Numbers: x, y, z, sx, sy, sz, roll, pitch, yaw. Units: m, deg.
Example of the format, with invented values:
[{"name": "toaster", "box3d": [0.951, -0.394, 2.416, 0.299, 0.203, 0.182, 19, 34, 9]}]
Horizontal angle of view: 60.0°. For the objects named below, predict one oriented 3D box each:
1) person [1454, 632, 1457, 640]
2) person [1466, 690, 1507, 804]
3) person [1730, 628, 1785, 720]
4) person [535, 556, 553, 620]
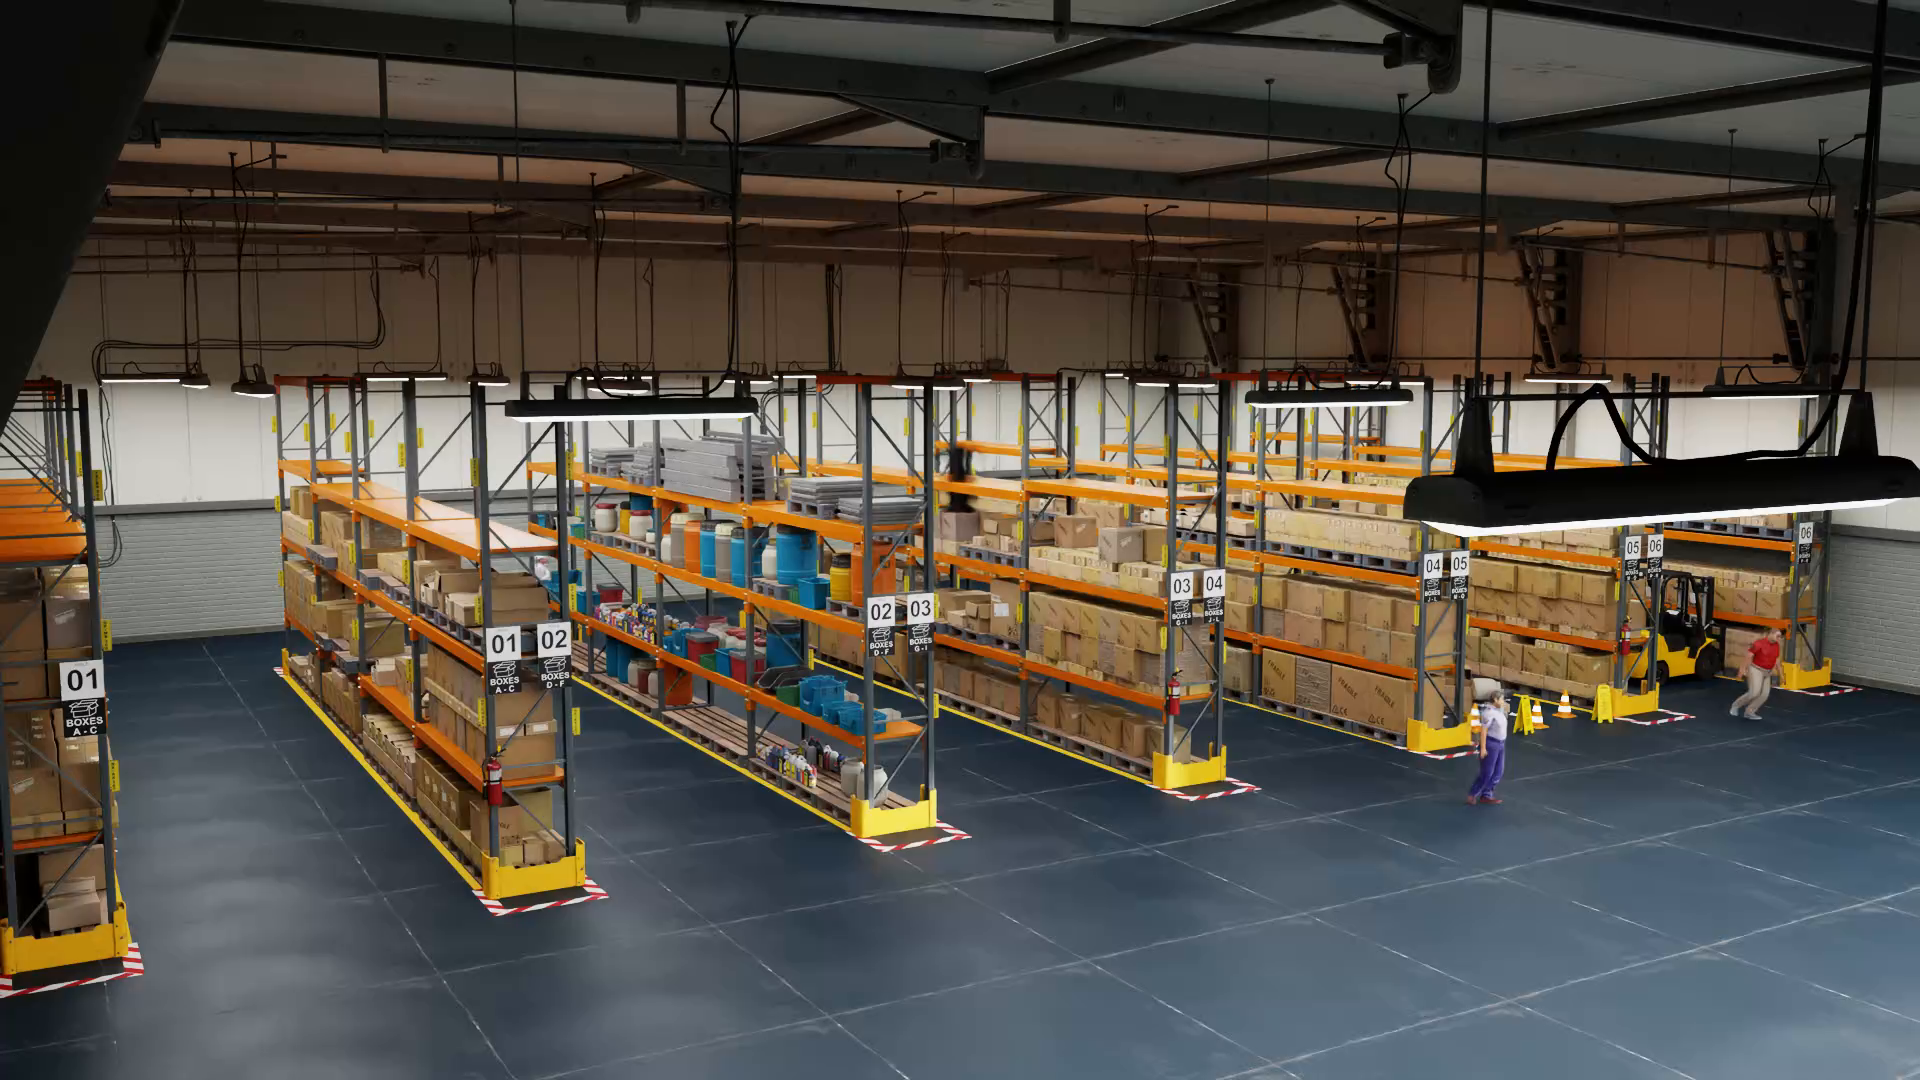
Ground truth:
[{"name": "person", "box3d": [10.489, 1.502, 36.151, 0.697, 1.747, 0.931, -4, 7, -33]}, {"name": "person", "box3d": [7.479, 2.946, 23.594, 0.474, 1.632, 0.612, 5, 8, 38]}, {"name": "person", "box3d": [13.953, 2.327, 29.035, 0.793, 1.649, 0.577, -3, 7, -22]}, {"name": "person", "box3d": [-9.831, 1.183, 39.021, 0.849, 1.833, 0.637, -1, 6, -9]}]
